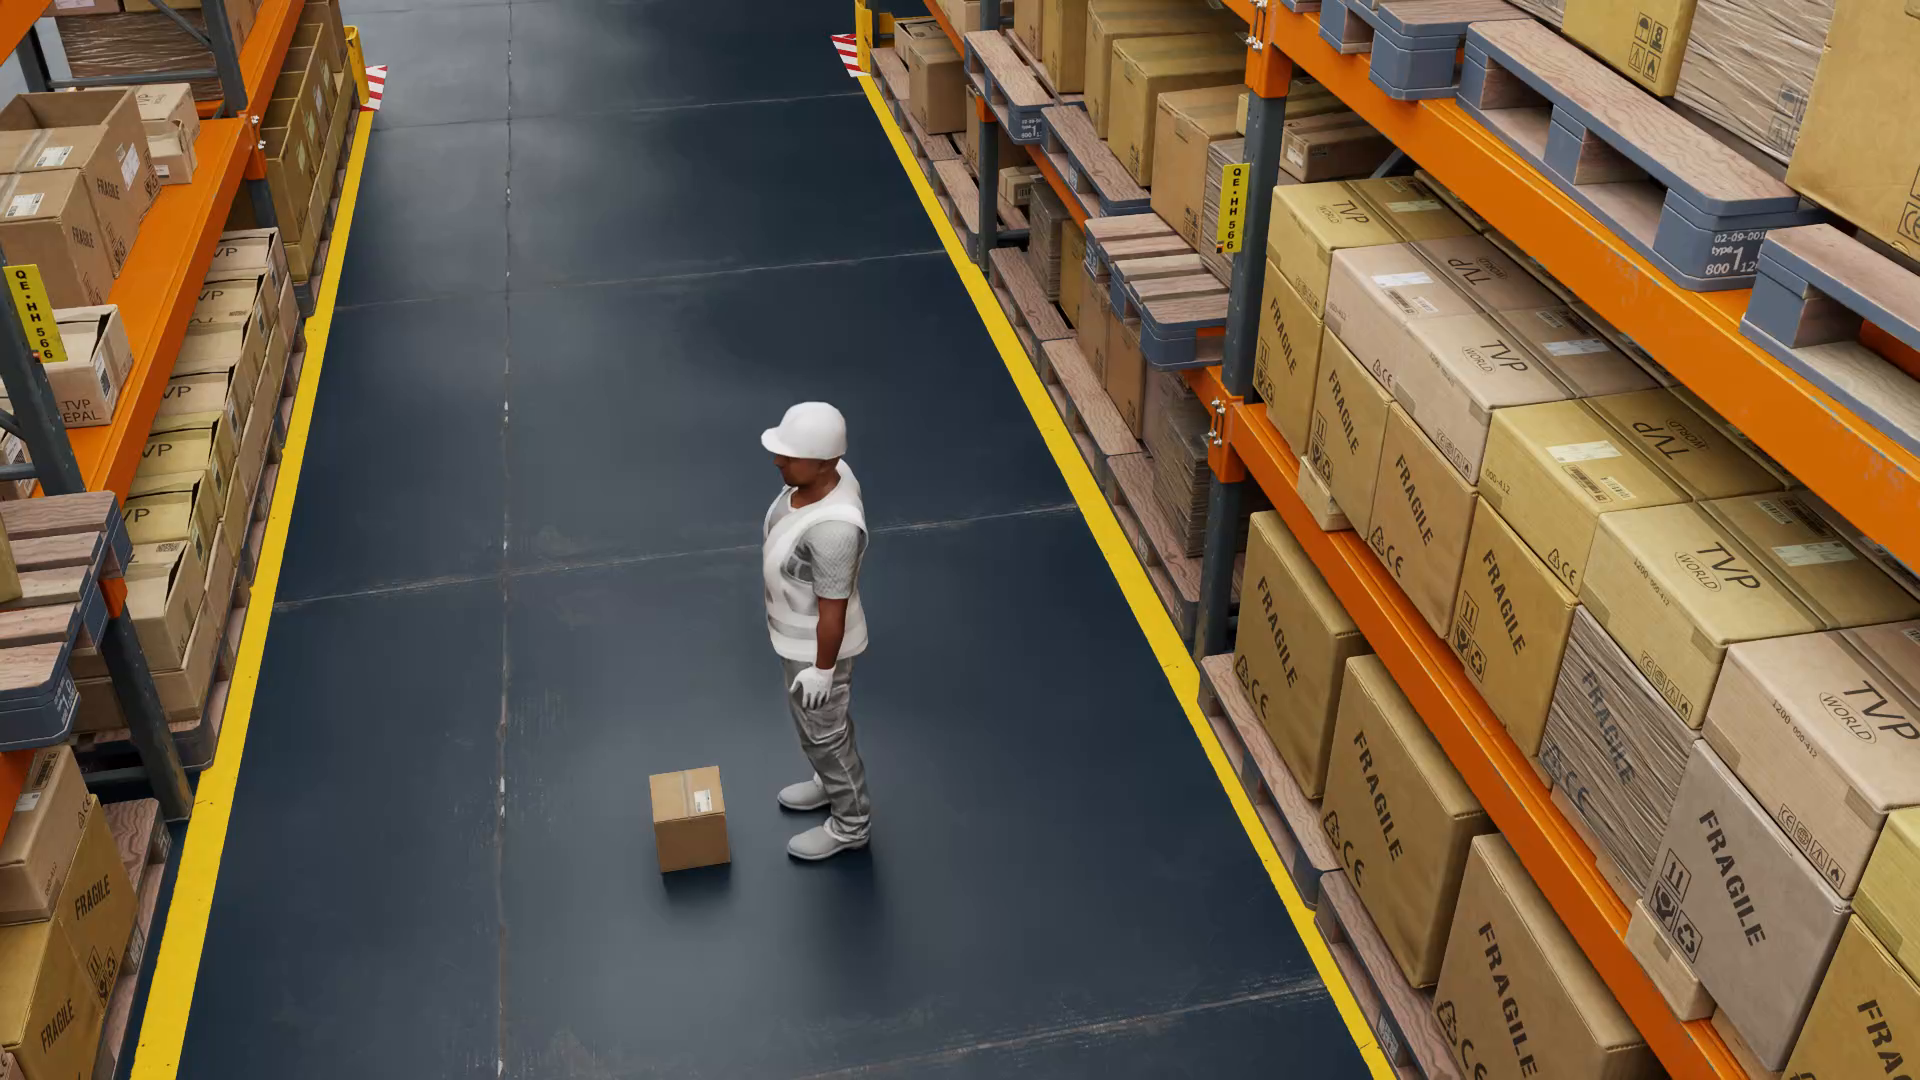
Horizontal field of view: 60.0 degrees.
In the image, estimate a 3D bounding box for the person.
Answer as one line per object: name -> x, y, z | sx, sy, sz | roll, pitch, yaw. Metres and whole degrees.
person -> -0.482, 0.318, 5.654 | 0.352, 1.782, 0.544 | -6, 35, -9
